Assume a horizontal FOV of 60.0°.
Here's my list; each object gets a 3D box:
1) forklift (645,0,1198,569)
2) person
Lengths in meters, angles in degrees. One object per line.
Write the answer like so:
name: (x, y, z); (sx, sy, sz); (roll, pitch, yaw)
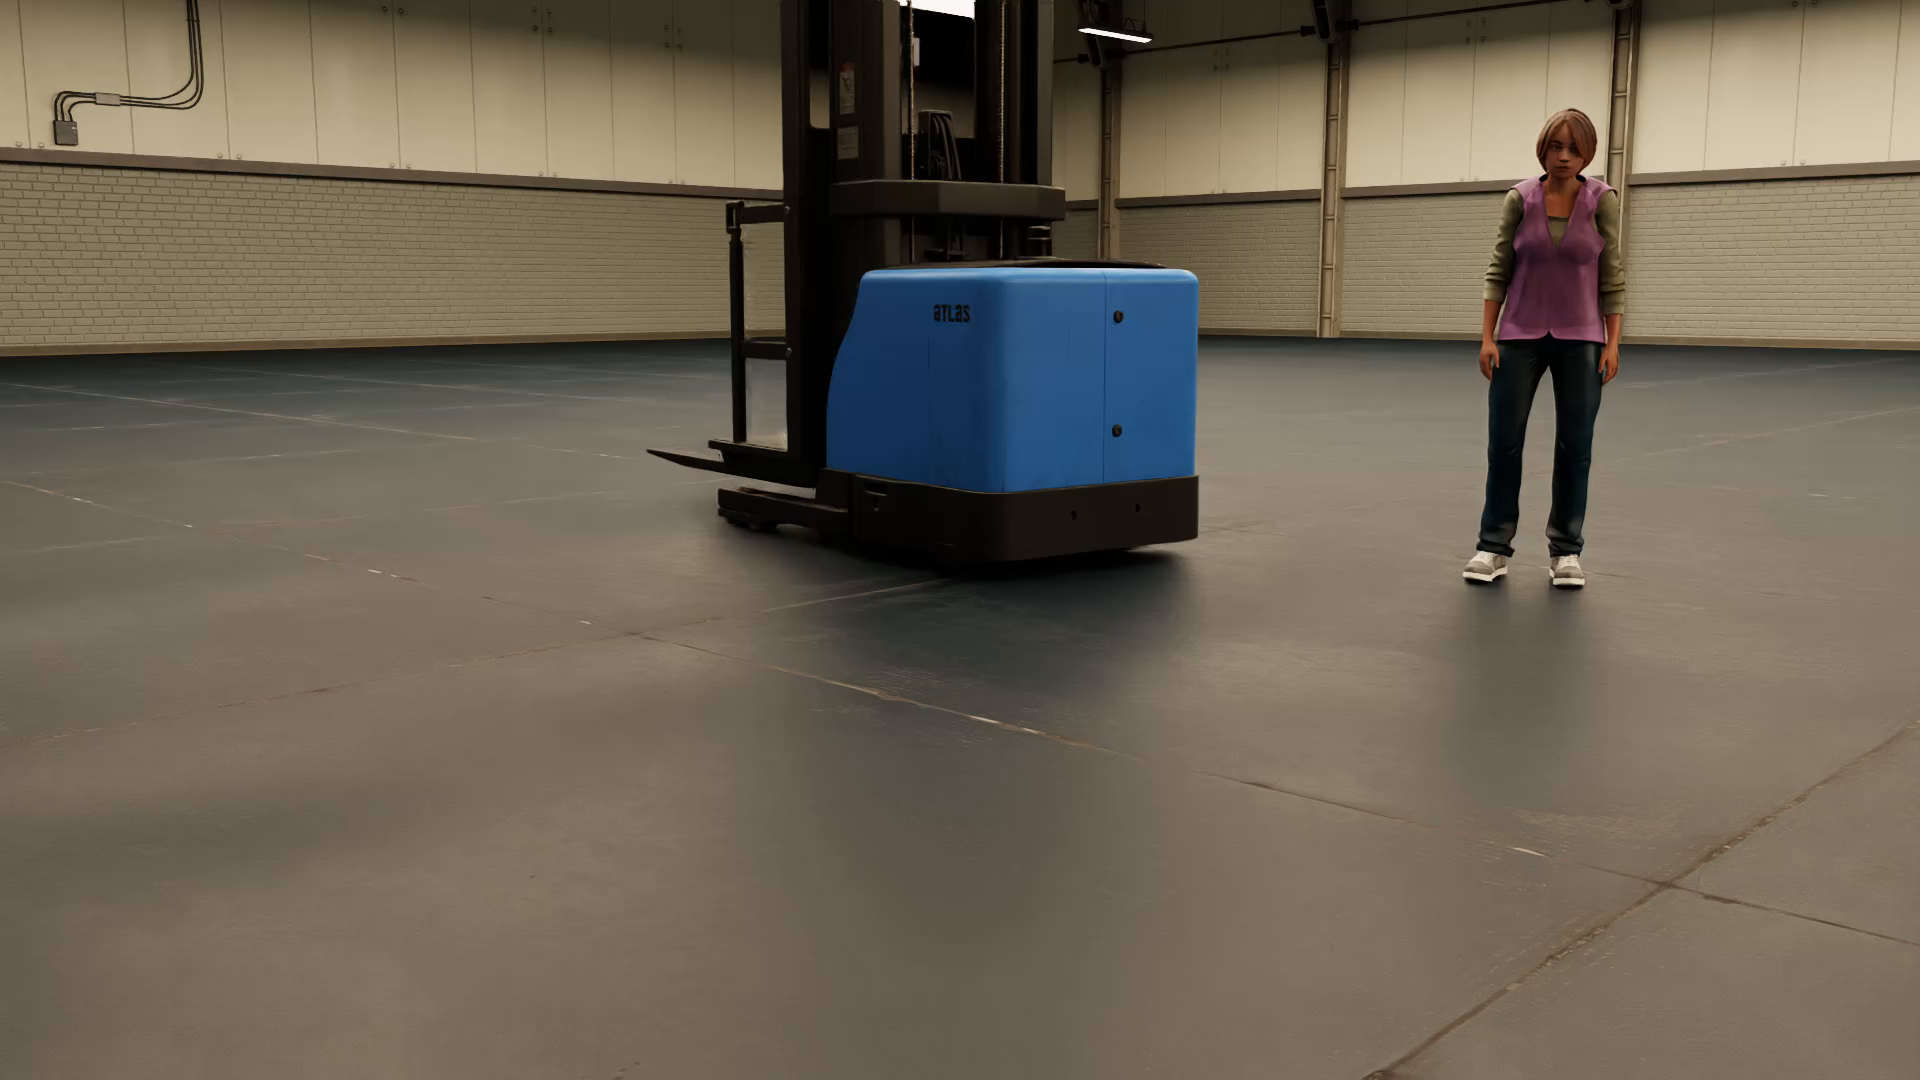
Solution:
forklift: (-0.380, -1.522, 6.982); (1.130, 2.935, 3.031); (-6, 11, -36)
person: (2.005, -0.646, 5.670); (0.474, 1.590, 0.348); (3, 9, 21)
